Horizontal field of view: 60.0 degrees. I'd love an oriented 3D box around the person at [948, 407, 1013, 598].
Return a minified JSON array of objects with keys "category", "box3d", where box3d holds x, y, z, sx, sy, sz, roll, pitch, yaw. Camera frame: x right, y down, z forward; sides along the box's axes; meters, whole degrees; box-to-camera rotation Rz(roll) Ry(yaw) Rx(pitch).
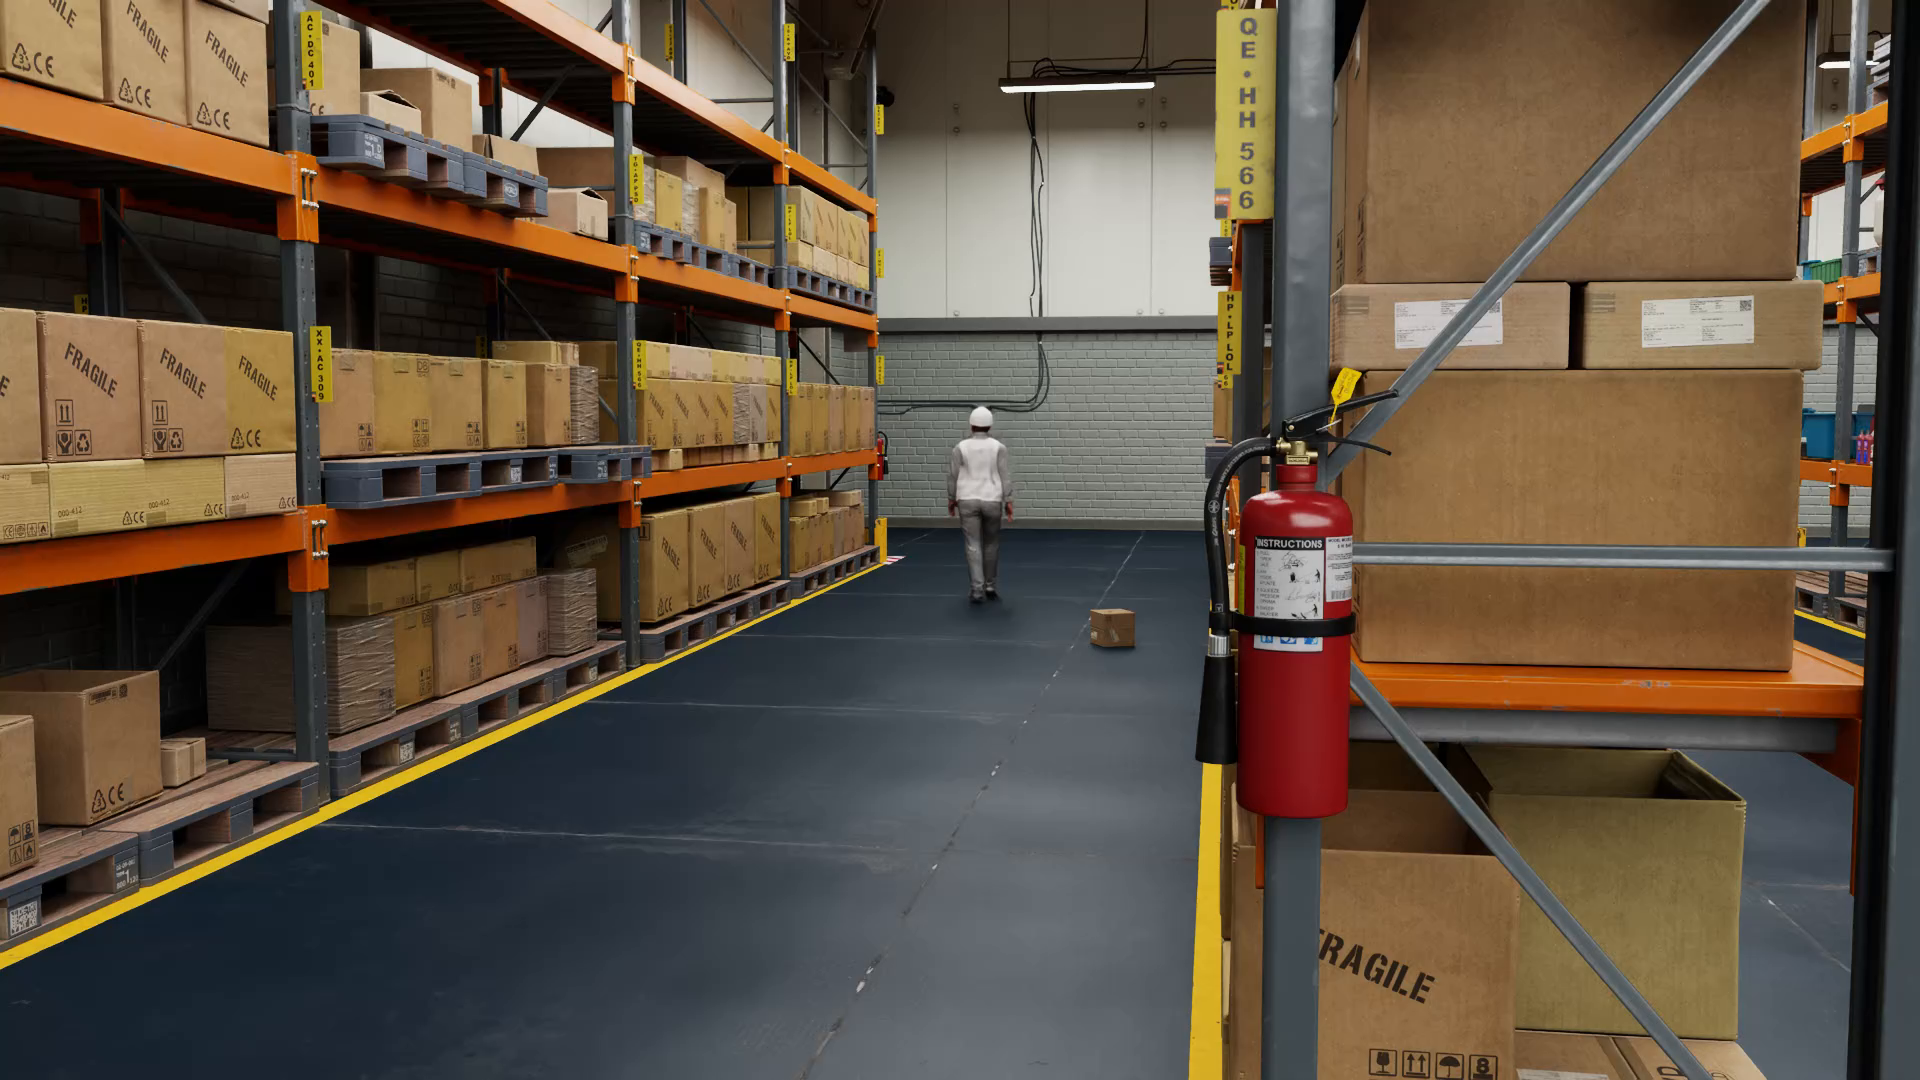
[{"category":"person","box3d":[0.178,-0.341,15.344,0.592,1.773,0.850,0,4,-6]}]
